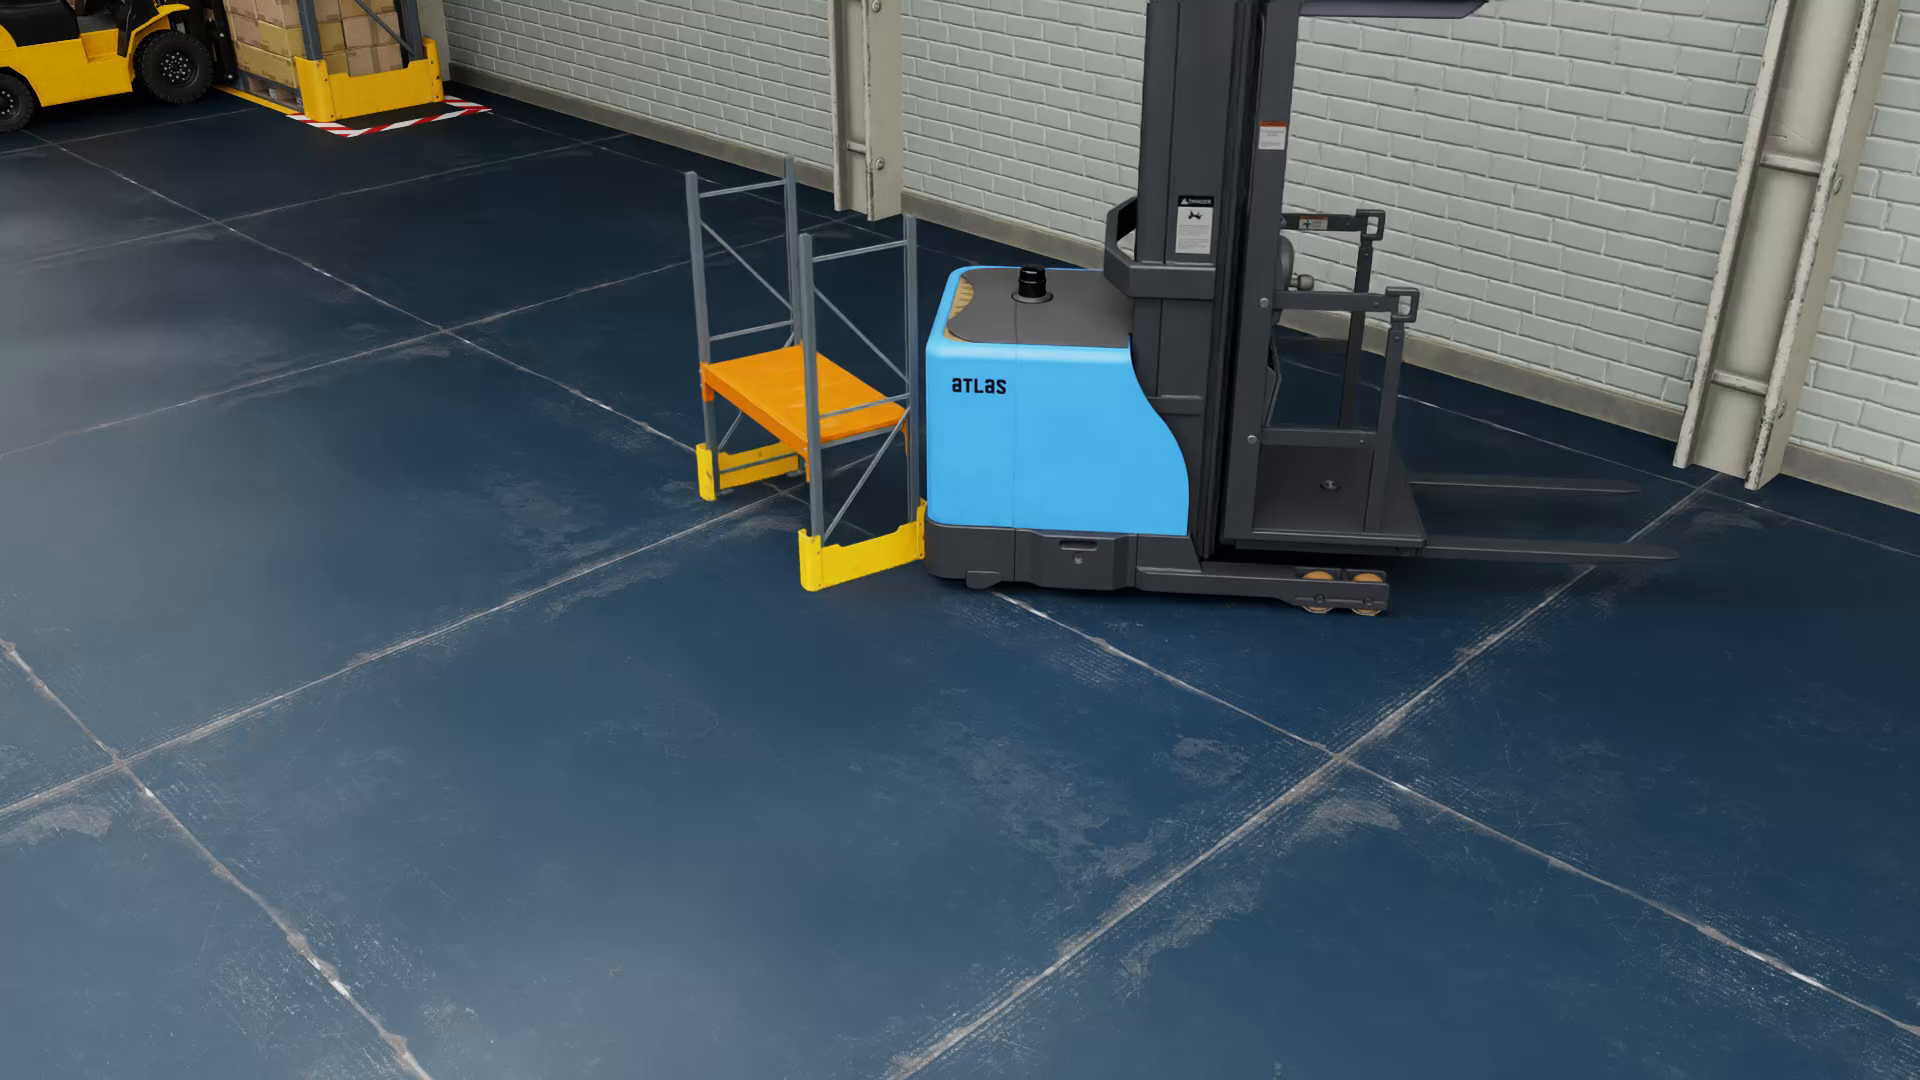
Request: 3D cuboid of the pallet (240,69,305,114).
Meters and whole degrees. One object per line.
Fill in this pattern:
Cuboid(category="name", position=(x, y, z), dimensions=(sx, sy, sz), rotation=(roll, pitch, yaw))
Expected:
Cuboid(category="pallet", position=(-5.623, -4.062, 14.748), dimensions=(1.213, 0.211, 1.003), rotation=(25, 36, 38))

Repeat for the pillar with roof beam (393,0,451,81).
Cuboid(category="pillar with roof beam", position=(-7.931, -6.813, 10.538), dimensions=(0.400, 9.000, 9.100), rotation=(25, 36, 38))

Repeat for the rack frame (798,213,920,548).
Cuboid(category="rack frame", position=(-0.386, -0.530, 6.647), dimensions=(0.500, 1.500, 0.032), rotation=(-17, 32, -28))

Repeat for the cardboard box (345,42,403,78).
Cuboid(category="cardboard box", position=(-5.261, -4.254, 14.621), dimensions=(0.500, 0.250, 0.500), rotation=(25, 37, 39))

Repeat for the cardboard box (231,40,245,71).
Cuboid(category="cardboard box", position=(-6.303, -4.409, 14.916), dimensions=(0.500, 0.250, 0.500), rotation=(-25, 37, -39))

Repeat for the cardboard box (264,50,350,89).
Cuboid(category="cardboard box", position=(-5.605, -4.078, 14.285), dimensions=(0.500, 0.250, 0.500), rotation=(25, 37, 39))

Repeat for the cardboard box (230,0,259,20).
Cuboid(category="cardboard box", position=(-5.963, -4.683, 14.362), dimensions=(0.500, 0.250, 0.500), rotation=(-25, 36, -38))

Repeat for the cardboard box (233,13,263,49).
Cuboid(category="cardboard box", position=(-5.965, -4.473, 14.499), dimensions=(0.500, 0.250, 0.500), rotation=(24, 36, 38))

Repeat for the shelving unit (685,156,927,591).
Cuboid(category="shelving unit", position=(-0.664, -0.733, 7.033), dimensions=(0.587, 1.500, 1.083), rotation=(-17, 32, -28))

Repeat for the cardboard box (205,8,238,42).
Cuboid(category="cardboard box", position=(-6.347, -4.634, 14.806), dimensions=(0.500, 0.250, 0.500), rotation=(24, 36, 37))

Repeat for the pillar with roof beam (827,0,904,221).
Cuboid(category="pillar with roof beam", position=(-3.653, -4.855, 6.815), dimensions=(0.400, 9.000, 9.100), rotation=(25, 36, 38))

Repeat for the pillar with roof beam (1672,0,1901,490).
Cuboid(category="pillar with roof beam", position=(0.626, -2.898, 3.092), dimensions=(0.400, 9.000, 9.100), rotation=(25, 36, 38))

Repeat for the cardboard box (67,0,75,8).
Cuboid(category="cardboard box", position=(-8.828, -5.923, 17.391), dimensions=(0.625, 0.625, 0.875), rotation=(24, 36, 38))

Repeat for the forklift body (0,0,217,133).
Cuboid(category="forklift body", position=(-7.679, -4.698, 13.873), dimensions=(1.214, 2.155, 2.313), rotation=(25, 36, 38))

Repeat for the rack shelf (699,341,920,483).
Cuboid(category="rack shelf", position=(-0.659, -0.571, 7.110), dimensions=(0.538, 0.185, 1.000), rotation=(-17, 32, -28))

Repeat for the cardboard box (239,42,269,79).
Cuboid(category="cardboard box", position=(-5.953, -4.243, 14.599), dimensions=(0.500, 0.250, 0.500), rotation=(25, 36, 38))

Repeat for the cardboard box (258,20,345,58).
Cuboid(category="cardboard box", position=(-5.614, -4.305, 14.181), dimensions=(0.500, 0.250, 0.500), rotation=(24, 36, 38))

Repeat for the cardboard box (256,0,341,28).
Cuboid(category="cardboard box", position=(-5.595, -4.518, 14.049), dimensions=(0.500, 0.250, 0.500), rotation=(-24, 36, -38))

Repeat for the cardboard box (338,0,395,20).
Cuboid(category="cardboard box", position=(-5.258, -4.691, 14.378), dimensions=(0.500, 0.250, 0.500), rotation=(24, 36, 38))

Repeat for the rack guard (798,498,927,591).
Cuboid(category="rack guard", position=(-0.397, 0.015, 6.952), dimensions=(0.587, 0.250, 0.087), rotation=(-17, 32, -28))

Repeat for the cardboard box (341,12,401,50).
Cuboid(category="cardboard box", position=(-5.238, -4.473, 14.499), dimensions=(0.500, 0.250, 0.500), rotation=(-25, 36, -38))

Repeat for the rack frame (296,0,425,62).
Cuboid(category="rack frame", position=(-5.048, -5.060, 13.651), dimensions=(0.127, 3.000, 1.000), rotation=(25, 36, 38))

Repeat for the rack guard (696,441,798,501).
Cuboid(category="rack guard", position=(-0.932, -0.376, 7.696), dimensions=(0.587, 0.250, 0.087), rotation=(-17, 32, -28))

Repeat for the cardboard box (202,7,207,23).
Cuboid(category="cardboard box", position=(-6.702, -4.799, 15.119), dimensions=(0.500, 0.250, 0.500), rotation=(24, 36, 38))

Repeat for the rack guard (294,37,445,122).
Cuboid(category="rack guard", position=(-5.031, -3.946, 14.217), dimensions=(0.348, 0.500, 1.175), rotation=(25, 36, 38))

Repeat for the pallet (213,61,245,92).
Cuboid(category="pallet", position=(-6.489, -4.460, 15.505), dimensions=(1.213, 0.211, 1.003), rotation=(25, 36, 38))

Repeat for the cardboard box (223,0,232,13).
Cuboid(category="cardboard box", position=(-6.330, -4.844, 14.669), dimensions=(0.500, 0.250, 0.500), rotation=(-25, 37, -39))

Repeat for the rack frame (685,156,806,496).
Cuboid(category="rack frame", position=(-0.932, -0.929, 7.406), dimensions=(0.500, 1.500, 0.032), rotation=(-17, 32, -28))

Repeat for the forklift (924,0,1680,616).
Cuboid(category="forklift", position=(1.403, -1.254, 6.486), dimensions=(3.031, 2.935, 1.130), rotation=(3, 28, 5))

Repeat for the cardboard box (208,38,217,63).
Cuboid(category="cardboard box", position=(-6.689, -4.571, 15.224), dimensions=(0.500, 0.250, 0.500), rotation=(-24, 36, -38))
